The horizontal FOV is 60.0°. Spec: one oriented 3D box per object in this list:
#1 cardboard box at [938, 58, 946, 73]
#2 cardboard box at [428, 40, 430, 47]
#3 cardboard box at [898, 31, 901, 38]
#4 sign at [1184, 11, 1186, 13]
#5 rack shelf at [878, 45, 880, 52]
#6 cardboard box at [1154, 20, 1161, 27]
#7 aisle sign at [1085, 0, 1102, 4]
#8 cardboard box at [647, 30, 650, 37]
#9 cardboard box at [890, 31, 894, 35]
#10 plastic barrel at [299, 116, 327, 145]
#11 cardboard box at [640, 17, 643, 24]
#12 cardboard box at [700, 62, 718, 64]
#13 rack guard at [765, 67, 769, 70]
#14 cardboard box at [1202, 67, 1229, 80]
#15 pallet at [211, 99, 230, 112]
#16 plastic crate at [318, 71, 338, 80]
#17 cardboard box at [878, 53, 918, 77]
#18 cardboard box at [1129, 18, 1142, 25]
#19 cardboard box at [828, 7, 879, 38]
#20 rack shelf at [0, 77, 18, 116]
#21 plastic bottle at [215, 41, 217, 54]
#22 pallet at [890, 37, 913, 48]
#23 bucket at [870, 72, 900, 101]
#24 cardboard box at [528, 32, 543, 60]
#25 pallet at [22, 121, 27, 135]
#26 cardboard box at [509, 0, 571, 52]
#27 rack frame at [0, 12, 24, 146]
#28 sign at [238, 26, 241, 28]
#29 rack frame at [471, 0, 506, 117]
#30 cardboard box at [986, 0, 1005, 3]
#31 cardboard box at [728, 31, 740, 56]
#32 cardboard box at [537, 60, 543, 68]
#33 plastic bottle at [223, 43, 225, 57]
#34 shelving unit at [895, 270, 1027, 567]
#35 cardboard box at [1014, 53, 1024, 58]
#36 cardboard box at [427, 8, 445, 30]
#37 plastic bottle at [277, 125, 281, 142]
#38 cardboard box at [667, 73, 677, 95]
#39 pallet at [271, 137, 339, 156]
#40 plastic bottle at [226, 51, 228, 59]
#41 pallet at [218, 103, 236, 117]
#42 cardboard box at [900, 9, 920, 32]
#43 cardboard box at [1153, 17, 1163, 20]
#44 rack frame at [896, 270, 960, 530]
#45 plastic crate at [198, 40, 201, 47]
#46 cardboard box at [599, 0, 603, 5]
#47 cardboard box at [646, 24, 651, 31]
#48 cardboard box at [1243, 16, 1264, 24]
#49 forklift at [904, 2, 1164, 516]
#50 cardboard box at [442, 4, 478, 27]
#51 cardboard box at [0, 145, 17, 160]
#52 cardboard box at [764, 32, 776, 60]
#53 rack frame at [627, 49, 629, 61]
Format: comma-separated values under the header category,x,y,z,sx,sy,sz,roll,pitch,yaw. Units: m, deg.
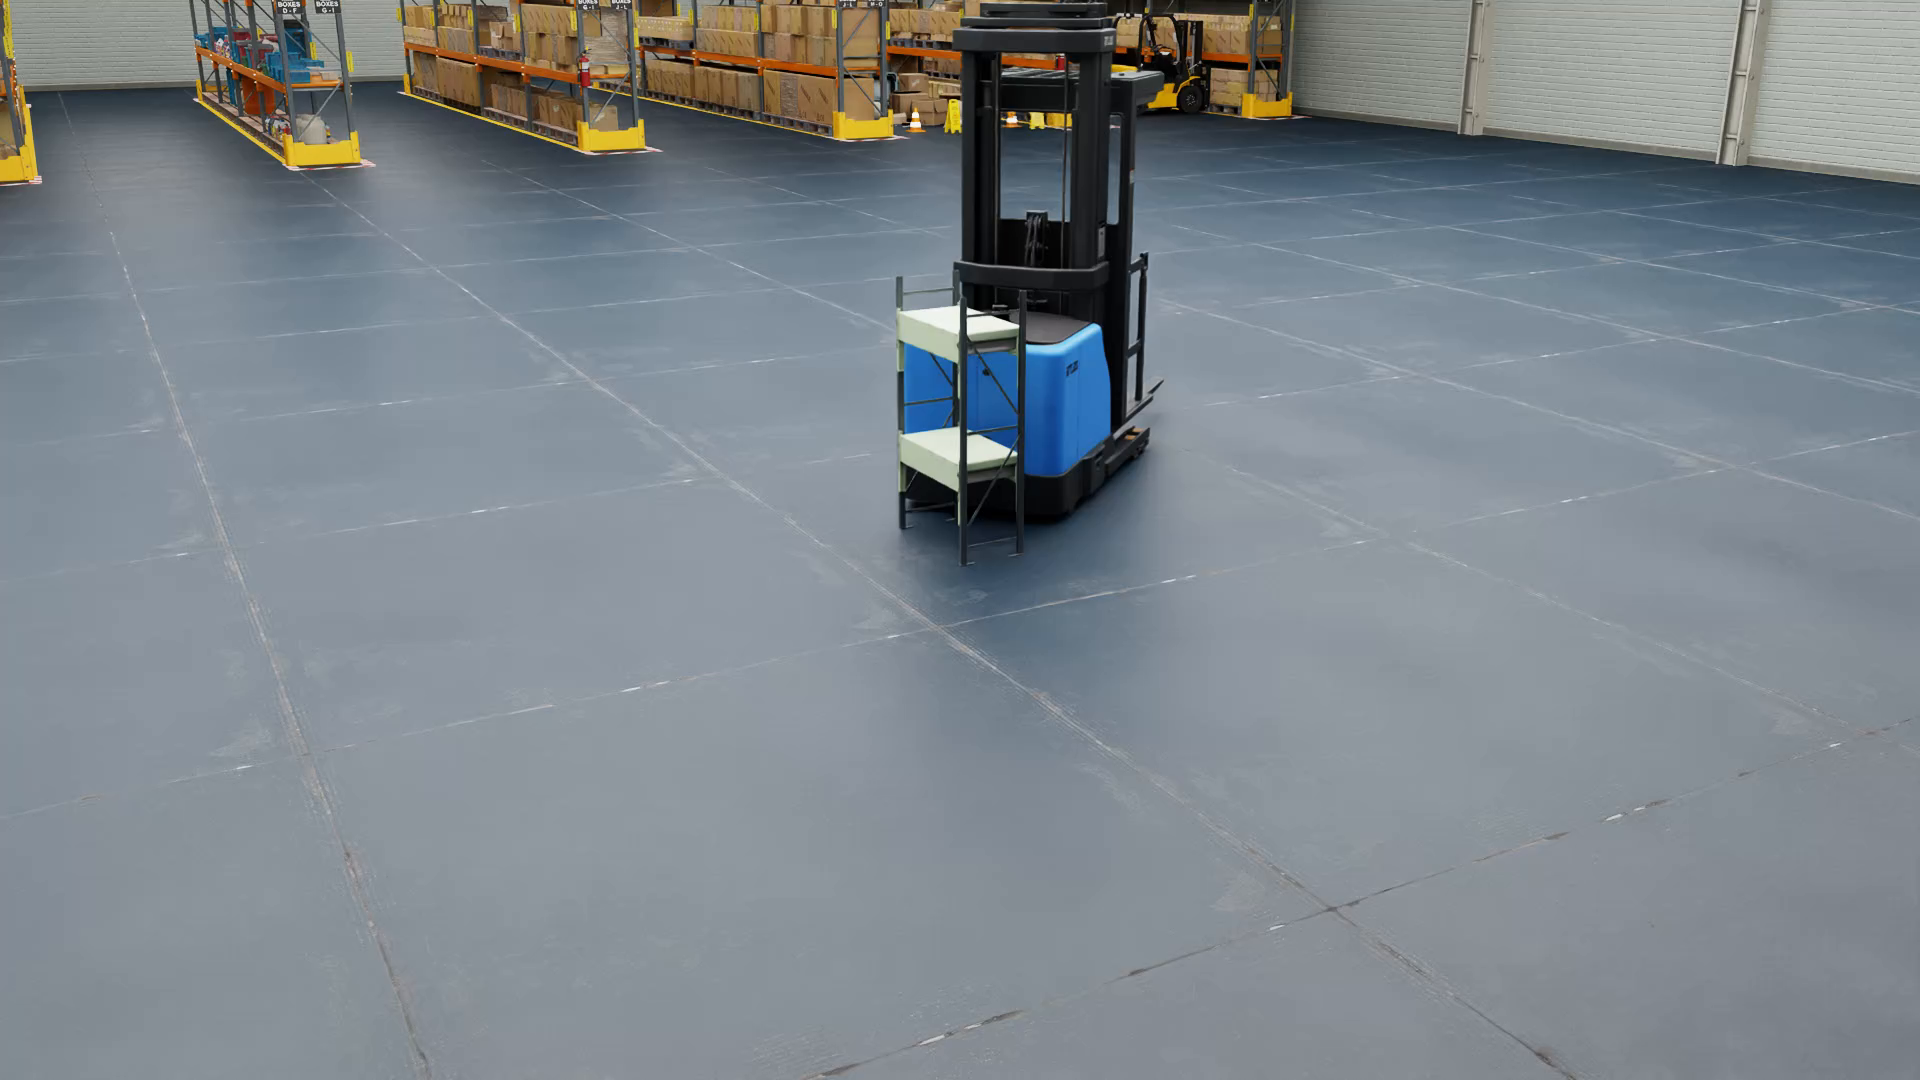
category,x,y,z,sx,sy,sz,roll,pitch,yaw
cardboard box,-0.231,-13.999,48.790,0.700,0.500,0.500,-9,21,-24
cardboard box,-12.676,-12.036,40.298,0.380,0.149,0.250,-10,22,-28
cardboard box,-1.282,-12.228,40.212,0.380,0.149,0.250,-11,22,-30
sign,5.376,-12.512,39.844,0.100,0.325,0.005,-10,21,-27
rack shelf,-2.327,-12.591,42.625,1.077,0.370,4.000,-10,21,-27
cardboard box,4.808,-12.200,39.242,0.380,0.149,0.250,-10,22,-28
aisle sign,2.724,-11.320,33.852,0.394,0.787,0.004,-10,21,-27
cardboard box,-7.433,-12.382,40.657,0.380,0.149,0.250,-10,21,-26
cardboard box,-1.831,-12.622,41.076,0.500,0.250,0.500,-10,21,-27
plastic barrel,-11.039,-6.958,28.367,0.421,0.512,0.421,0,19,0
cardboard box,-7.665,-12.807,40.978,0.380,0.149,0.250,-9,21,-25
cardboard box,-6.041,-11.314,39.859,0.500,0.250,0.500,-10,22,-27
rack guard,-5.188,-13.479,47.927,1.175,0.500,0.348,-10,21,-27
cardboard box,5.799,-10.575,37.717,0.500,0.250,0.500,-10,21,-26
pallet,-16.741,-10.090,38.549,1.003,0.211,1.213,-10,21,-27
plastic crate,-10.801,-7.940,28.449,0.298,0.136,0.250,-10,21,-27
cardboard box,-1.632,-11.762,41.734,0.875,0.875,0.875,-10,22,-27
cardboard box,4.323,-12.546,40.244,0.380,0.149,0.250,-10,21,-27
cardboard box,-2.029,-9.959,32.008,0.875,0.550,0.550,-10,21,-27
rack shelf,-15.970,-7.226,27.078,1.077,0.370,4.000,-10,21,-27
plastic bottle,-16.495,-10.938,36.911,0.061,0.283,0.133,-10,21,-27
pallet,-0.945,-12.078,40.330,1.213,0.211,1.003,-10,21,-27
bucket,-1.693,-9.902,36.418,0.726,0.611,0.620,-3,9,-8
cardboard box,-7.834,-9.574,32.169,0.875,0.500,0.500,-10,21,-27
pallet,-19.140,-8.191,33.045,1.003,0.211,1.213,-10,21,-27
cardboard box,-8.454,-10.406,33.625,1.000,1.000,1.000,-10,21,-26
rack frame,-16.919,-8.140,28.624,1.000,3.000,0.127,-10,21,-27
sign,-17.780,-12.518,41.061,0.100,0.325,0.005,-10,21,-27
rack frame,-10.099,-10.822,36.395,1.000,3.000,0.127,-10,21,-27
cardboard box,0.978,-11.411,35.960,0.700,0.500,0.500,-11,22,-28
cardboard box,-4.749,-10.859,36.349,0.500,0.500,0.500,-10,21,-26
cardboard box,-7.902,-9.157,31.955,0.380,0.149,0.250,-10,21,-27
plastic bottle,-15.719,-10.469,35.552,0.061,0.283,0.133,-10,21,-27
shelving unit,-0.002,-0.697,9.351,0.431,1.500,0.755,-10,22,-28
cardboard box,1.387,-10.372,35.477,0.380,0.149,0.250,-10,22,-27
cardboard box,-12.452,-12.485,39.839,0.500,0.500,0.500,-9,21,-25
plastic bottle,-11.988,-7.172,29.308,0.061,0.283,0.133,-9,21,-25
cardboard box,-6.737,-11.026,40.173,0.500,0.500,0.500,-11,22,-29
pallet,-11.693,-7.039,29.706,1.003,0.211,1.213,-10,21,-27
plastic bottle,-15.405,-10.253,35.051,0.097,0.201,0.097,0,19,0
pallet,-16.028,-9.657,37.294,1.003,0.211,1.213,-10,21,-27
cardboard box,-1.114,-12.430,39.802,0.500,0.500,0.500,-9,21,-24
cardboard box,4.779,-12.336,39.178,0.380,0.149,0.250,-10,21,-26
rack frame,-0.182,-0.801,9.653,0.400,1.500,0.023,-10,22,-28
plastic crate,-18.028,-11.834,39.639,0.250,0.136,0.298,-10,21,-27
cardboard box,-9.260,-14.205,44.056,0.500,0.500,0.500,-9,21,-25
cardboard box,-7.431,-12.523,40.610,0.380,0.149,0.250,-11,22,-29
cardboard box,6.432,-11.395,36.452,0.380,0.149,0.250,-10,21,-27
forklift,0.655,-1.972,10.853,1.130,2.935,3.031,7,20,20
cardboard box,-11.688,-12.310,39.016,0.797,0.503,0.637,-11,22,-28
cardboard box,-15.079,-6.079,26.222,0.500,0.250,0.500,-10,21,-27
cardboard box,-3.601,-10.380,34.884,0.875,0.550,0.550,-10,21,-27
rack frame,-9.485,-13.858,45.193,1.000,3.000,0.127,-10,21,-27
